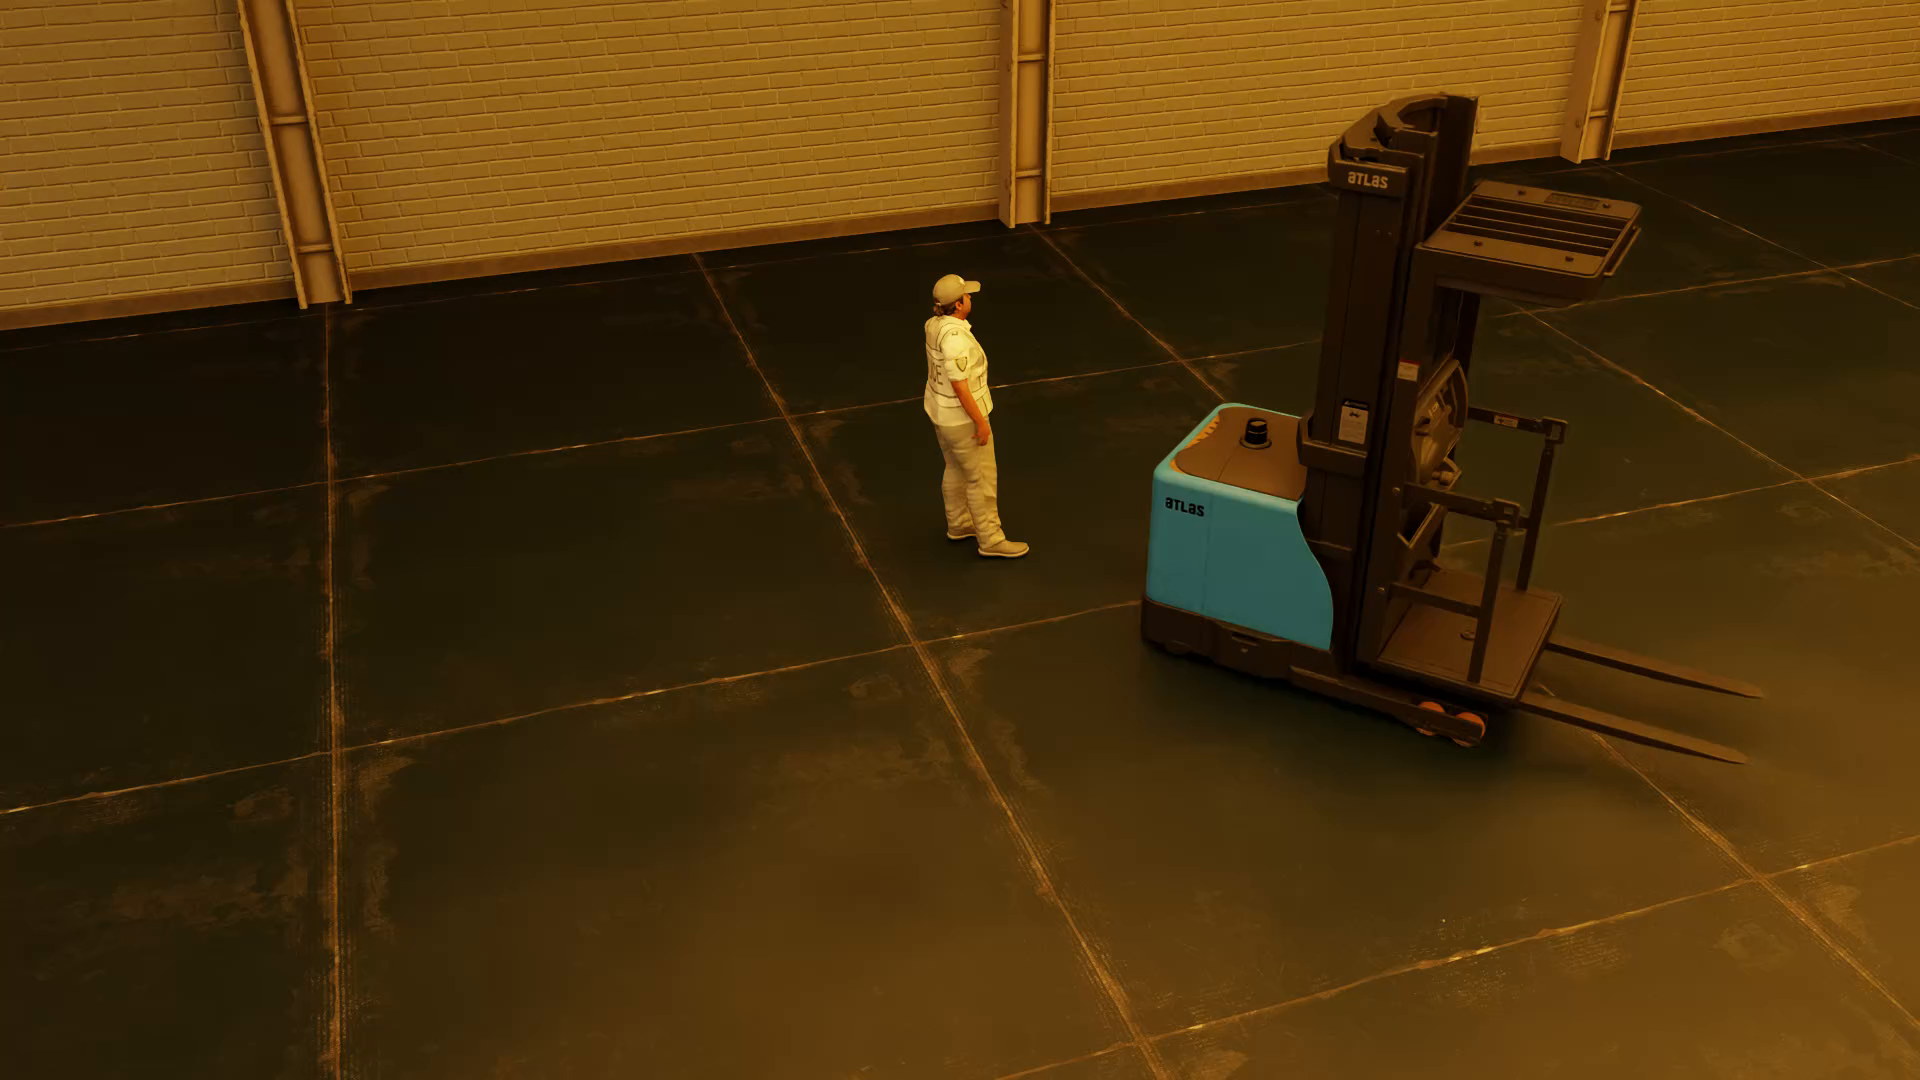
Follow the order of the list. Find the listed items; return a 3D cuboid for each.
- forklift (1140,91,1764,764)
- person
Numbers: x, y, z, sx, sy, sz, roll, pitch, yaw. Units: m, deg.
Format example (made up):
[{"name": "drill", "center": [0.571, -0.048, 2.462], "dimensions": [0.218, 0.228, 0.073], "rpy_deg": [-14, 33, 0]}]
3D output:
[{"name": "forklift", "center": [2.516, -0.549, 8.042], "dimensions": [3.031, 2.935, 1.130], "rpy_deg": [16, 33, 25]}, {"name": "person", "center": [0.080, -0.730, 9.609], "dimensions": [0.529, 1.670, 0.599], "rpy_deg": [-10, 31, -16]}]
